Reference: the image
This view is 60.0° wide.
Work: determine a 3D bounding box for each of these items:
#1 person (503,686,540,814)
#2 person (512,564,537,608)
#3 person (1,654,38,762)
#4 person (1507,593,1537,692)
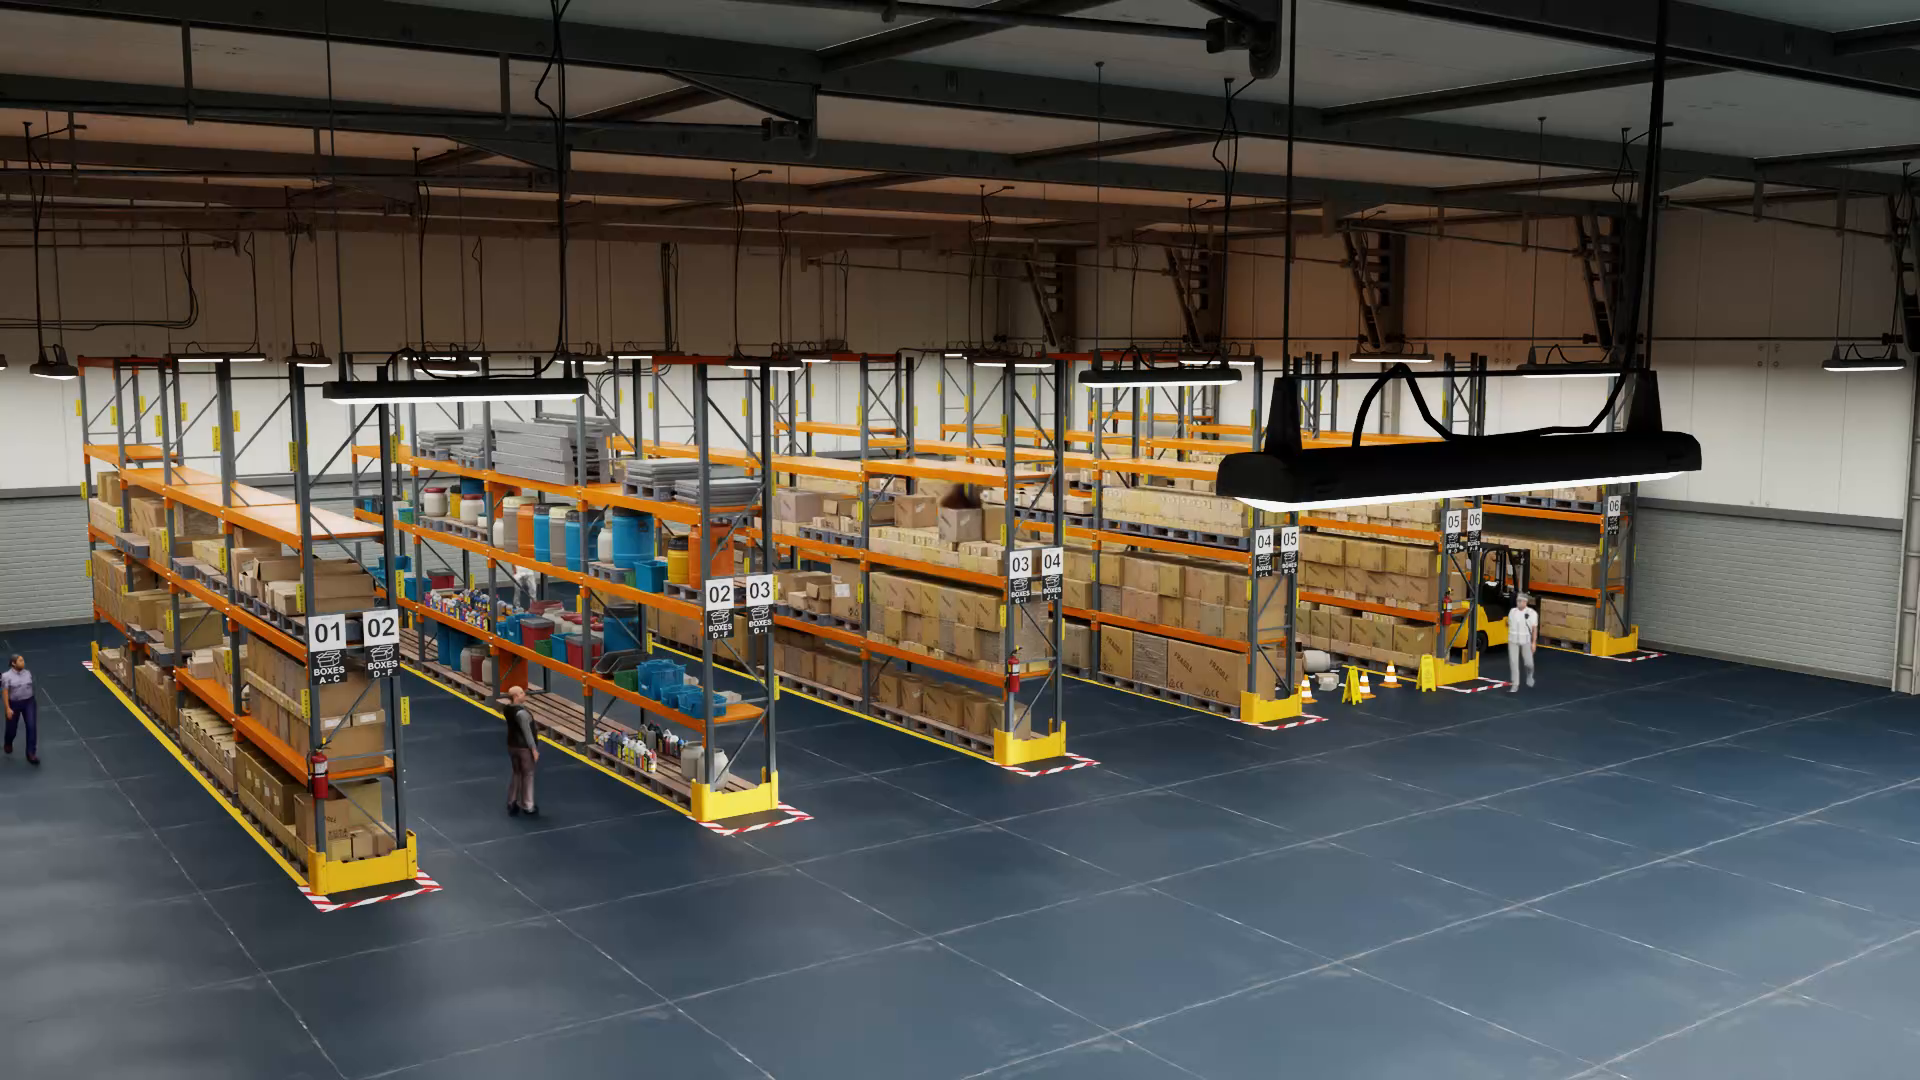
[{"bbox_3d":[-5.837,2.798,22.199,0.562,1.741,0.419,4,8,32],"label":"person"},{"bbox_3d":[-9.976,0.809,38.182,0.580,1.737,0.947,-5,9,-36],"label":"person"},{"bbox_3d":[-14.129,2.496,24.966,0.460,1.615,0.665,-5,9,-38],"label":"person"},{"bbox_3d":[10.079,1.823,29.864,0.528,1.772,0.562,3,8,23],"label":"person"}]
